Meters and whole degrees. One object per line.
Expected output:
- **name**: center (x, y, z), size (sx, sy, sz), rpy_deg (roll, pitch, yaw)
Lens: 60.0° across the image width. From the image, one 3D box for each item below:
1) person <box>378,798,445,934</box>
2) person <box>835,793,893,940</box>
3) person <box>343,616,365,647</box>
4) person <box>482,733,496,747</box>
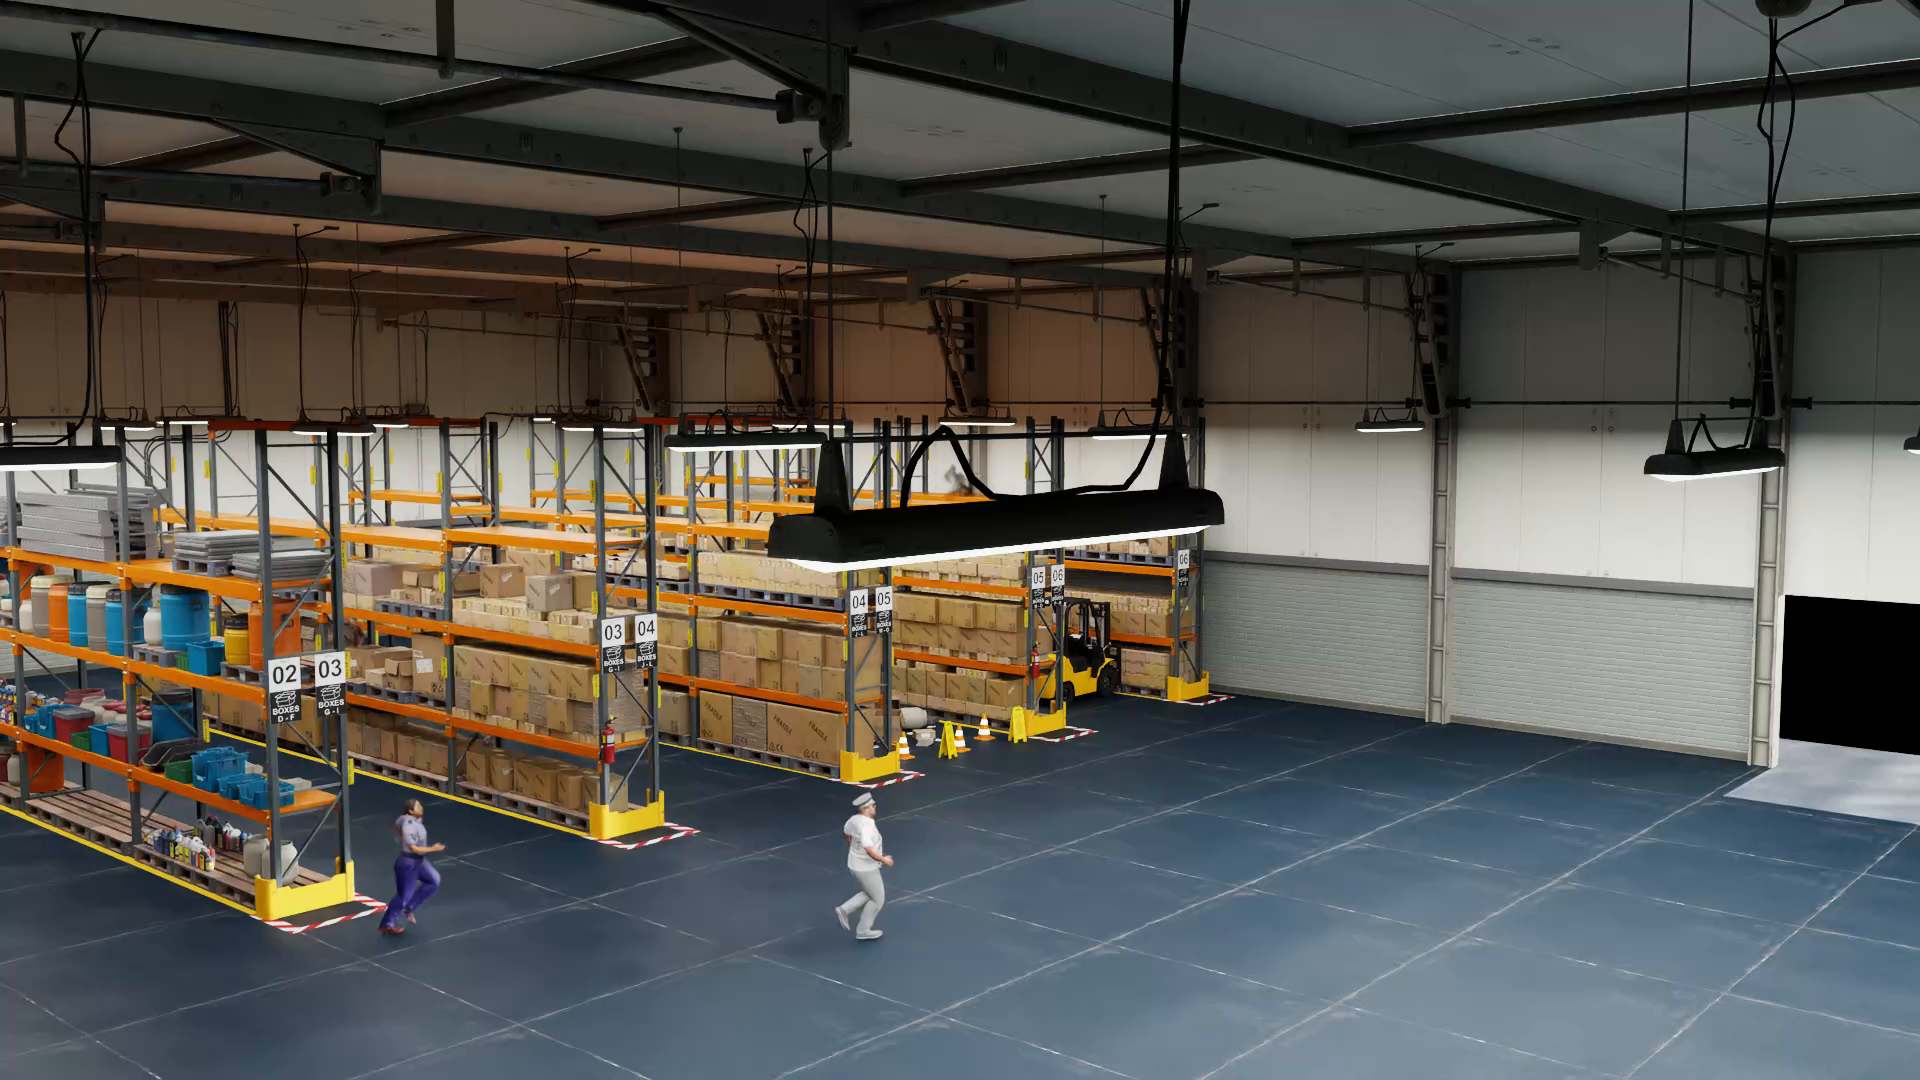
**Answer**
- **person**: center (-6.545, 3.863, 19.875), size (0.785, 1.601, 0.626), rpy_deg (-1, 5, -10)
- **person**: center (-1.136, 3.829, 19.589), size (0.629, 1.729, 0.713), rpy_deg (-2, 5, -23)
- **person**: center (-13.213, 2.465, 35.899), size (0.727, 1.784, 0.918), rpy_deg (-4, 6, -42)
- **person**: center (-8.537, 3.054, 30.192), size (0.506, 1.568, 0.537), rpy_deg (4, 6, 41)
